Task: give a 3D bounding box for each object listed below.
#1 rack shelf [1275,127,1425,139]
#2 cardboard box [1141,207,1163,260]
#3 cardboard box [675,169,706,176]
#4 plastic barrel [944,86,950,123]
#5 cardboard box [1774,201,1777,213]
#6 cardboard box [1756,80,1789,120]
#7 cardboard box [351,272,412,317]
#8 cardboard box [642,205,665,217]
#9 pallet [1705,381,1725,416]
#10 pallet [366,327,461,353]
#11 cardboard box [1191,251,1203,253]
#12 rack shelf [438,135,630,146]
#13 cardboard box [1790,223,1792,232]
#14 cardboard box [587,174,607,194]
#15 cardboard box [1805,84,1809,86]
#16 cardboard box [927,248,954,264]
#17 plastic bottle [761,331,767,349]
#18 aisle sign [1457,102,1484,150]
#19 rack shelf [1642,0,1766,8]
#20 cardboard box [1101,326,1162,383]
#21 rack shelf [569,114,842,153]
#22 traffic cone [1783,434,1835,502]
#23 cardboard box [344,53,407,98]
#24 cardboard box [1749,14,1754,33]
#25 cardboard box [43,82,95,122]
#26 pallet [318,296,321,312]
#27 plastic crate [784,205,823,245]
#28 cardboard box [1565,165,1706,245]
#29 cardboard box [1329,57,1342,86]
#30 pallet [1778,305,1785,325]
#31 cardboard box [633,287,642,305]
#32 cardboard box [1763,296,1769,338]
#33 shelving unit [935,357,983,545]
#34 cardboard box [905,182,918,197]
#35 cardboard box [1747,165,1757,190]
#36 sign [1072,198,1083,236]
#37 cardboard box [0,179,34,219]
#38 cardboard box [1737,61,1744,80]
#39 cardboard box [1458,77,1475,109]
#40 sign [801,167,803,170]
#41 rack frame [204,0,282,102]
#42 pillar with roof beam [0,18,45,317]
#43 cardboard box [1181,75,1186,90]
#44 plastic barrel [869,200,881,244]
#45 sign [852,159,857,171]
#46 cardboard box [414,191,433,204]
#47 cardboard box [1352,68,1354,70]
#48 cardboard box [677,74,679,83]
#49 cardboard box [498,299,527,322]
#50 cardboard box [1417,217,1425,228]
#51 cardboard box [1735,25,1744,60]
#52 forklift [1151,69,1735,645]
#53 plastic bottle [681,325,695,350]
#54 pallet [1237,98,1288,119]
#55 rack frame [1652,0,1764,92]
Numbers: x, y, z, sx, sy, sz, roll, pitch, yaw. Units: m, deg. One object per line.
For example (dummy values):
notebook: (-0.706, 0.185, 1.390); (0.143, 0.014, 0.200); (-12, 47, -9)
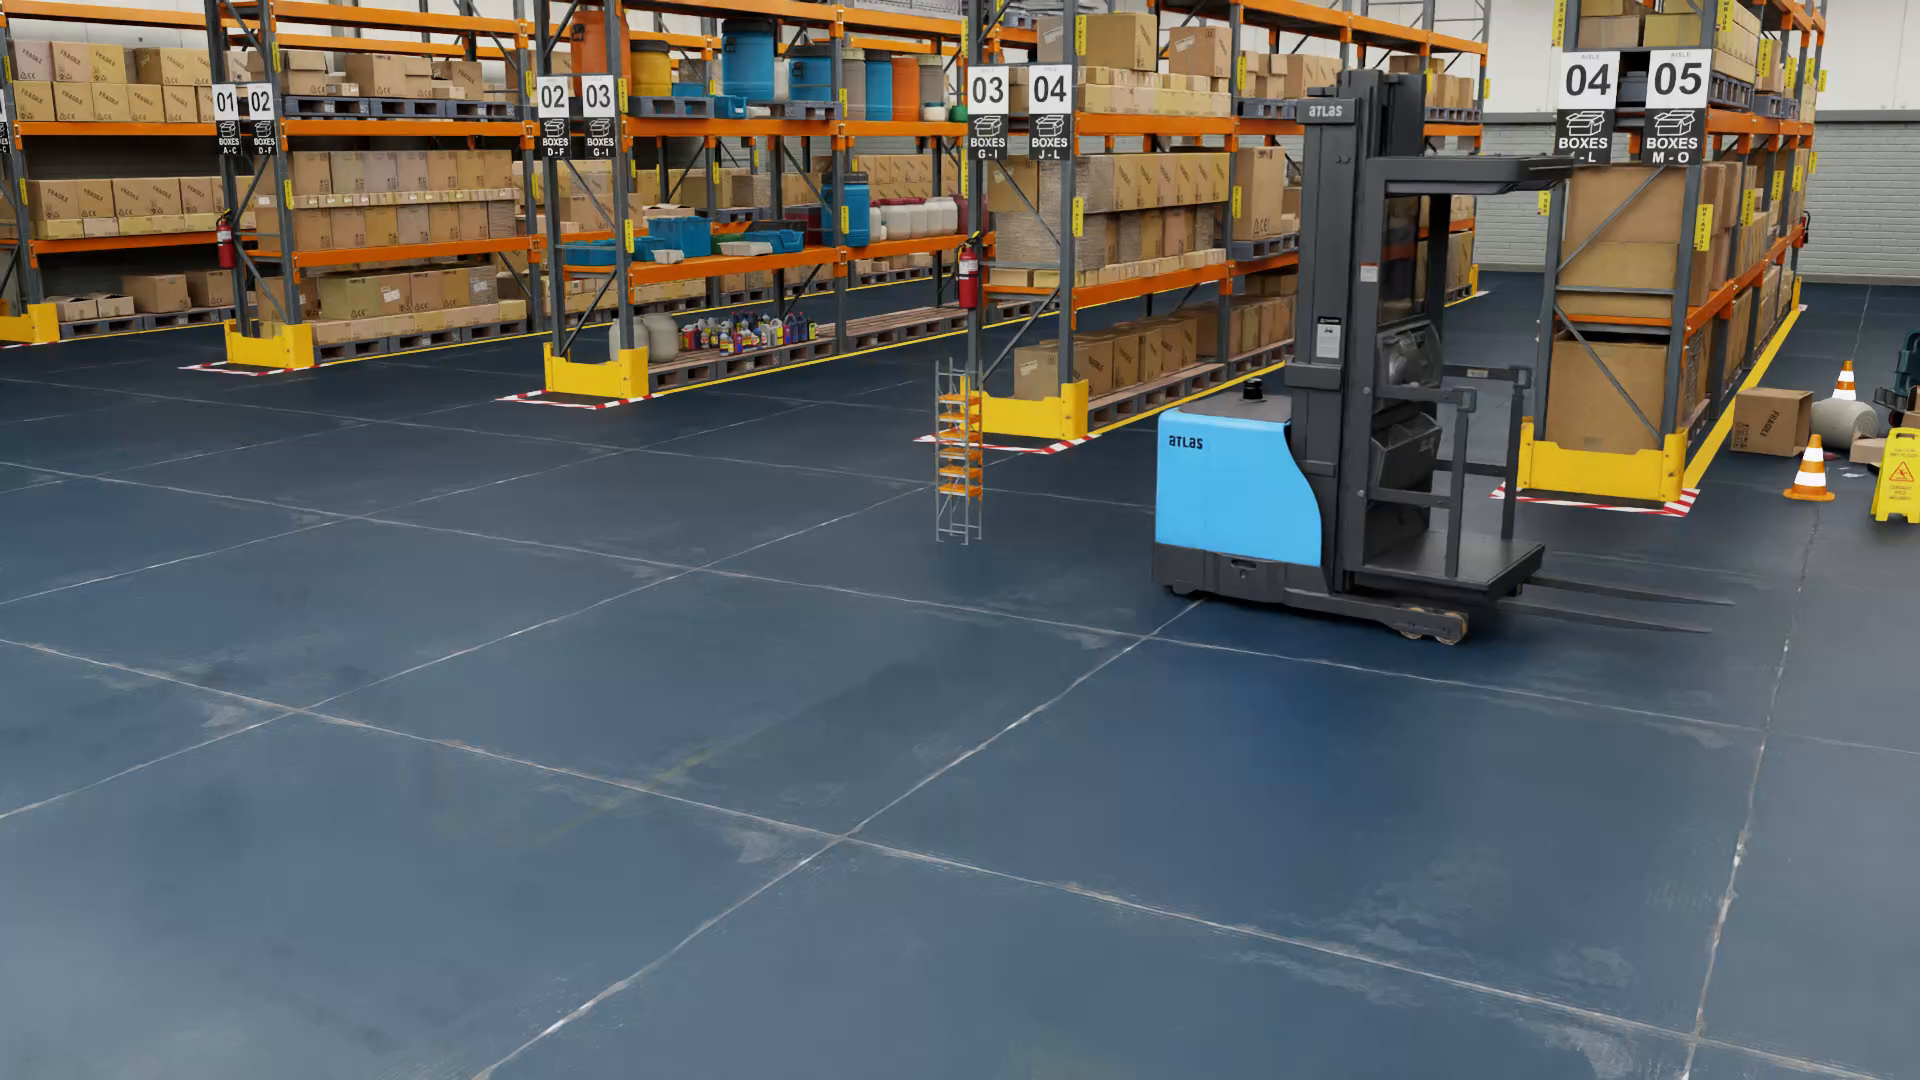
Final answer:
rack shelf: (5.369, -5.581, 22.917); (1.077, 0.370, 4.000); (7, 15, 28)
cardboard box: (1.493, -3.039, 16.390); (0.875, 0.500, 0.500); (7, 15, 28)
cardboard box: (-5.695, -7.121, 33.532); (0.980, 0.700, 0.700); (7, 15, 25)
plastic barrel: (-0.352, -6.107, 23.325); (0.421, 0.512, 0.421); (0, 14, 0)
cardboard box: (10.361, -4.318, 21.549); (0.380, 0.149, 0.250); (8, 16, 30)
cardboard box: (9.204, -5.073, 19.063); (0.500, 0.500, 0.500); (7, 15, 28)
cardboard box: (-7.211, -3.068, 20.728); (0.500, 0.500, 0.500); (7, 15, 28)
cardboard box: (-4.870, -4.980, 25.482); (0.500, 0.311, 0.500); (7, 15, 27)
pallet: (7.069, -1.470, 16.681); (1.003, 0.211, 1.213); (7, 15, 28)
pallet: (-7.211, -2.599, 21.365); (1.003, 0.211, 1.213); (7, 15, 28)
cardboard box: (2.319, -2.947, 17.394); (0.380, 0.149, 0.250); (7, 15, 28)
rack shelf: (-7.639, -7.265, 29.901); (1.077, 0.370, 4.000); (7, 15, 28)
cardboard box: (11.646, -4.475, 23.730); (0.380, 0.149, 0.250); (8, 16, 30)
cardboard box: (-6.913, -6.540, 30.871); (0.500, 0.500, 0.500); (8, 15, 28)
cardboard box: (11.659, -6.419, 23.260); (0.380, 0.149, 0.250); (8, 16, 31)
cardboard box: (-0.448, -5.686, 32.612); (0.500, 0.500, 0.500); (7, 15, 28)
plastic bottle: (-2.290, -2.325, 19.311); (0.097, 0.201, 0.097); (0, 14, 0)
aisle sign: (8.567, -6.948, 27.906); (0.394, 0.787, 0.004); (7, 15, 28)
rack shelf: (5.795, -4.621, 13.388); (1.077, 0.370, 4.000); (7, 15, 28)
cardboard box: (1.739, -1.898, 16.945); (0.500, 0.500, 0.500); (6, 15, 23)
rack shelf: (-2.834, -4.501, 18.437); (1.077, 0.370, 4.000); (7, 15, 28)
traffic cone: (6.328, -0.553, 12.340); (0.336, 0.463, 0.334); (7, 15, 28)
cardboard box: (-7.093, -5.633, 20.189); (0.500, 0.500, 0.500); (7, 15, 28)
cardboard box: (6.499, -4.370, 14.083); (0.380, 0.149, 0.250); (8, 16, 29)
cardboard box: (-11.802, -5.767, 21.900); (0.500, 0.500, 0.500); (9, 16, 32)
pallet: (-10.165, -3.729, 26.052); (1.003, 0.211, 1.213); (7, 15, 28)
plastic crate: (-1.901, -3.968, 20.955); (0.402, 0.464, 0.583); (7, 15, 28)
cardboard box: (5.041, -2.508, 12.411); (0.875, 0.550, 0.550); (7, 15, 28)
cardboard box: (4.390, -5.686, 20.537); (0.500, 0.500, 0.500); (8, 16, 30)
pallet: (11.511, -3.338, 24.427); (1.003, 0.211, 1.213); (7, 15, 28)
cardboard box: (-5.047, -3.602, 24.546); (0.500, 0.250, 0.500); (8, 16, 29)
cardboard box: (9.745, -2.794, 20.660); (0.500, 0.500, 0.500); (7, 15, 27)
shelving unit: (-0.007, -0.580, 10.881); (0.258, 1.200, 0.189); (7, 15, 28)
cardboard box: (-1.116, -6.440, 31.135); (0.500, 0.500, 0.500); (7, 15, 27)
cardboard box: (8.469, -3.923, 18.559); (0.700, 0.500, 0.500); (7, 15, 28)
sign: (1.010, -2.780, 14.318); (0.100, 0.325, 0.005); (7, 15, 28)
cardboard box: (-12.432, -4.527, 22.087); (0.500, 0.500, 0.500); (7, 15, 27)
cardboard box: (6.251, -3.875, 13.734); (0.380, 0.149, 0.250); (7, 15, 28)
cardboard box: (8.065, -7.350, 27.399); (0.700, 0.500, 0.500); (6, 15, 25)
sign: (-2.813, -6.487, 29.692); (0.100, 0.325, 0.005); (7, 15, 28)
rack frame: (-8.135, -6.460, 18.630); (1.000, 3.000, 0.127); (7, 15, 28)
pillar with roof beam: (-9.124, -6.775, 19.934); (9.100, 9.000, 0.400); (7, 15, 28)
cardboard box: (2.009, -4.511, 16.415); (0.380, 0.149, 0.250); (8, 16, 30)
plastic barrel: (-1.213, -4.040, 21.102); (0.433, 0.535, 0.433); (0, 14, 0)
sign: (-1.847, -6.507, 29.152); (0.100, 0.325, 0.005); (7, 15, 28)
cardboard box: (-6.886, -4.333, 21.010); (0.380, 0.149, 0.250); (8, 16, 30)
cardboard box: (4.974, -6.093, 22.399); (0.500, 0.500, 0.500); (8, 16, 31)
cardboard box: (-5.605, -8.892, 32.726); (0.500, 0.500, 0.500); (7, 15, 28)
cardboard box: (-6.234, -3.112, 22.513); (0.500, 0.250, 0.500); (7, 15, 28)
cardboard box: (6.770, -4.784, 25.012); (0.380, 0.149, 0.250); (7, 15, 28)
cardboard box: (6.017, -4.001, 13.407); (0.500, 0.250, 0.500); (7, 15, 28)
forklift: (2.629, -1.016, 8.994); (3.031, 2.935, 1.130); (9, 16, 33)
plastic bottle: (-3.151, -2.347, 19.241); (0.152, 0.276, 0.135); (8, 15, 28)
pallet: (2.860, -4.723, 18.224); (1.213, 0.211, 1.003); (7, 15, 28)
rack frame: (6.762, -5.575, 14.959); (1.000, 3.000, 0.127); (7, 15, 28)
